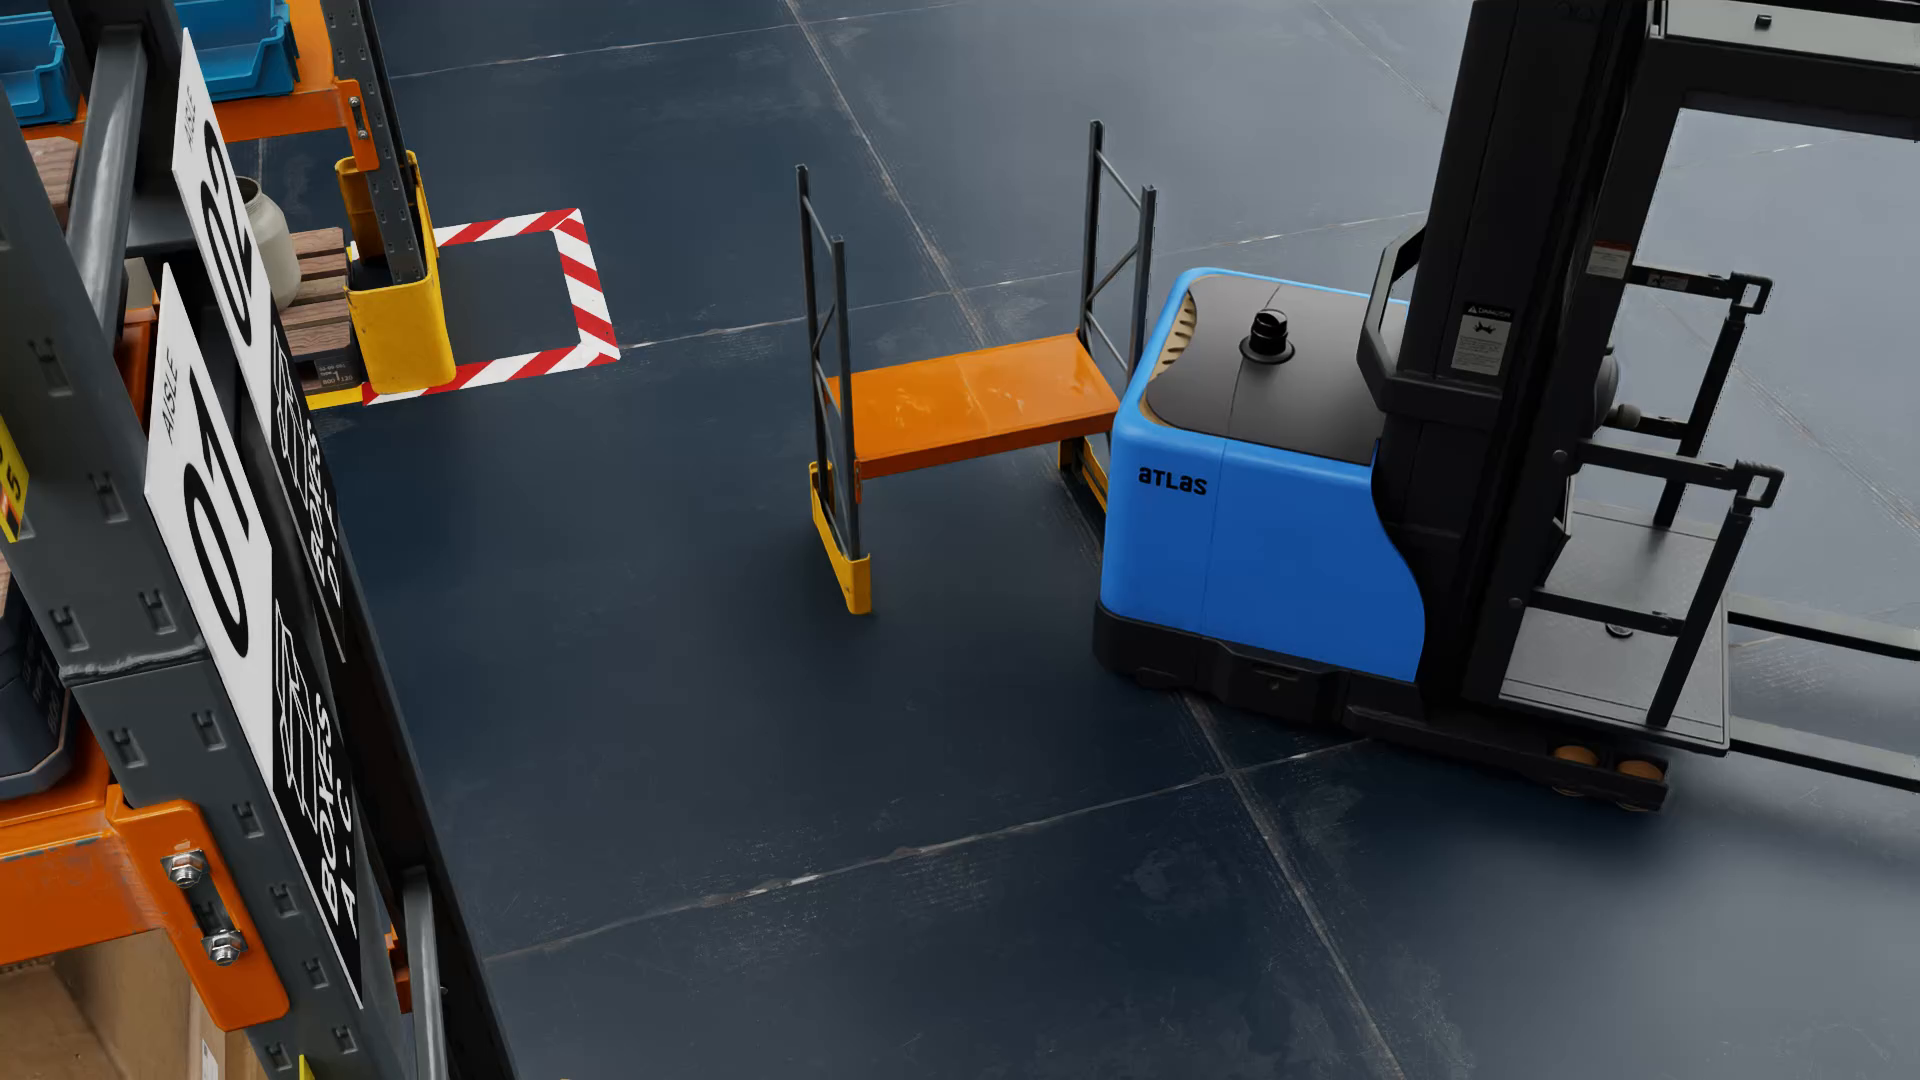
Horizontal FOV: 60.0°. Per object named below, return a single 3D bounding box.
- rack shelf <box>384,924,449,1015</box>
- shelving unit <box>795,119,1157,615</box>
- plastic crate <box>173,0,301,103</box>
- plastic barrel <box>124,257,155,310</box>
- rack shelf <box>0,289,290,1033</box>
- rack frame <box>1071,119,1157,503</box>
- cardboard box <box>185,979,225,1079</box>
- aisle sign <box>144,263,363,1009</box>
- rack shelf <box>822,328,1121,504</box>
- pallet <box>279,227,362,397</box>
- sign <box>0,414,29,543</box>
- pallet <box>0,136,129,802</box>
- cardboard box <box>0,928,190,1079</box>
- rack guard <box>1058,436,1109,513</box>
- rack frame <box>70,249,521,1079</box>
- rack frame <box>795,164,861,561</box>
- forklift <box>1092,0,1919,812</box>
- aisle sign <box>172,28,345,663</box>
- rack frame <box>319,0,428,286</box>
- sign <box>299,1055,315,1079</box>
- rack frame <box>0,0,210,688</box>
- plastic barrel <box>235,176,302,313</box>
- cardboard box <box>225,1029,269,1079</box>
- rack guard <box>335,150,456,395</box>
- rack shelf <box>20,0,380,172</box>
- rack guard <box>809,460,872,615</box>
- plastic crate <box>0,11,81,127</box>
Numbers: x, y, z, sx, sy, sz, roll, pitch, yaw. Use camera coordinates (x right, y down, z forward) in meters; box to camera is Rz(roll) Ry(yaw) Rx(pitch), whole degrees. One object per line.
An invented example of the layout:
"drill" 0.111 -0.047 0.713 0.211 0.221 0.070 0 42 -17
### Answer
"rack shelf" -2.823 1.606 2.678 4.000 0.370 1.077 -12 42 -13
"shelving unit" 0.036 -0.587 5.782 1.083 1.500 0.587 -12 43 -13
"plastic crate" -2.787 -1.826 6.173 0.616 0.251 0.499 -12 42 -13
"plastic barrel" -3.483 -1.113 6.816 0.421 0.512 0.421 0 41 0
"rack shelf" -2.823 0.477 1.691 4.000 0.370 1.077 -12 42 -13
"rack frame" 0.529 -0.691 5.901 0.032 1.500 0.500 -12 43 -13
"cardboard box" -1.223 0.853 2.424 0.250 0.149 0.380 -12 43 -14
"aisle sign" -0.765 0.133 1.842 0.004 0.787 0.394 -12 42 -13
"rack shelf" 0.045 -0.453 5.902 1.000 0.185 0.538 -12 43 -13
"pallet" -3.235 -0.917 7.139 1.213 0.211 1.003 -12 42 -13
"sign" -0.766 -0.150 1.249 0.005 0.325 0.100 -12 42 -13
"pallet" -1.598 -0.033 1.795 1.213 0.211 1.003 -12 42 -13
"cardboard box" -1.415 0.509 2.326 0.500 0.500 0.700 -12 42 -13
"rack guard" 0.510 -0.217 6.308 0.087 0.250 0.587 -12 43 -13
"rack frame" -0.915 0.940 2.894 0.127 3.000 1.000 -12 42 -13
"rack frame" -0.439 -0.487 5.667 0.032 1.500 0.500 -12 43 -13
"forklift" 2.028 -0.640 4.755 3.031 2.935 1.130 12 43 14
"aisle sign" -0.945 -0.244 2.273 0.004 0.787 0.394 -12 42 -13
"rack frame" -2.400 -2.169 6.453 0.127 3.000 1.000 -12 42 -13
"sign" -0.766 0.758 2.042 0.005 0.325 0.100 -12 42 -13
"rack frame" -0.915 -1.319 0.920 0.127 3.000 1.000 -12 42 -13
"plastic barrel" -3.005 -1.212 6.929 0.421 0.512 0.421 0 41 0
"cardboard box" -1.365 0.987 2.765 0.500 0.500 0.700 -12 42 -13
"rack guard" -2.458 -1.183 7.224 0.348 0.500 1.175 -12 42 -13
"rack shelf" -4.307 -1.503 6.237 4.000 0.370 1.077 -12 42 -13
"rack guard" -0.438 -0.016 6.079 0.087 0.250 0.587 -12 43 -13
"plastic crate" -3.408 -1.701 6.031 0.408 0.251 0.499 -12 42 -13
